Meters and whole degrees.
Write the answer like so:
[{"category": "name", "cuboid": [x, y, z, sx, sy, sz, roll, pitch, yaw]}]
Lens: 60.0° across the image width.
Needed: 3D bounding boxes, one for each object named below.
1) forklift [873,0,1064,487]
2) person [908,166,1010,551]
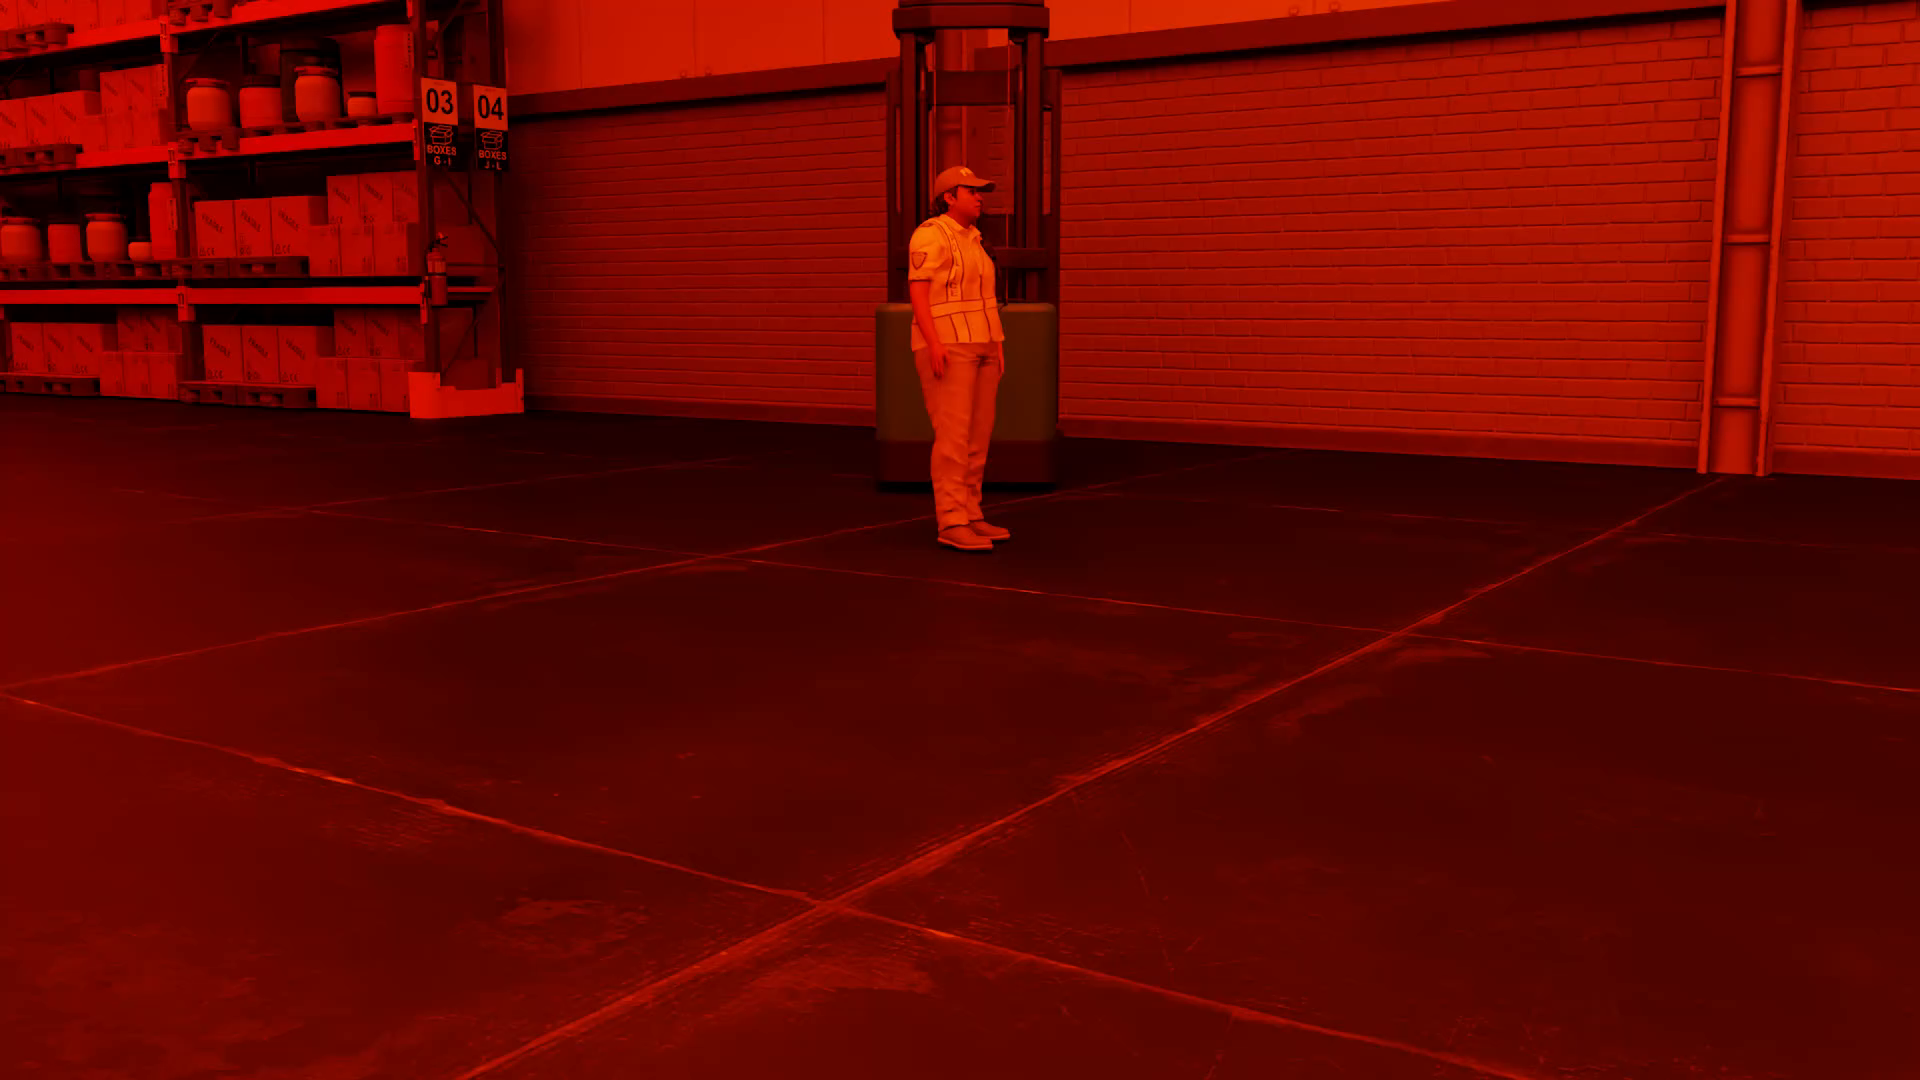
[{"category": "forklift", "cuboid": [0.097, -1.916, 10.670, 1.130, 2.935, 3.031, 0, 8, 3]}, {"category": "person", "cuboid": [0.051, -0.825, 7.424, 0.529, 1.670, 0.598, 5, 10, 34]}]
